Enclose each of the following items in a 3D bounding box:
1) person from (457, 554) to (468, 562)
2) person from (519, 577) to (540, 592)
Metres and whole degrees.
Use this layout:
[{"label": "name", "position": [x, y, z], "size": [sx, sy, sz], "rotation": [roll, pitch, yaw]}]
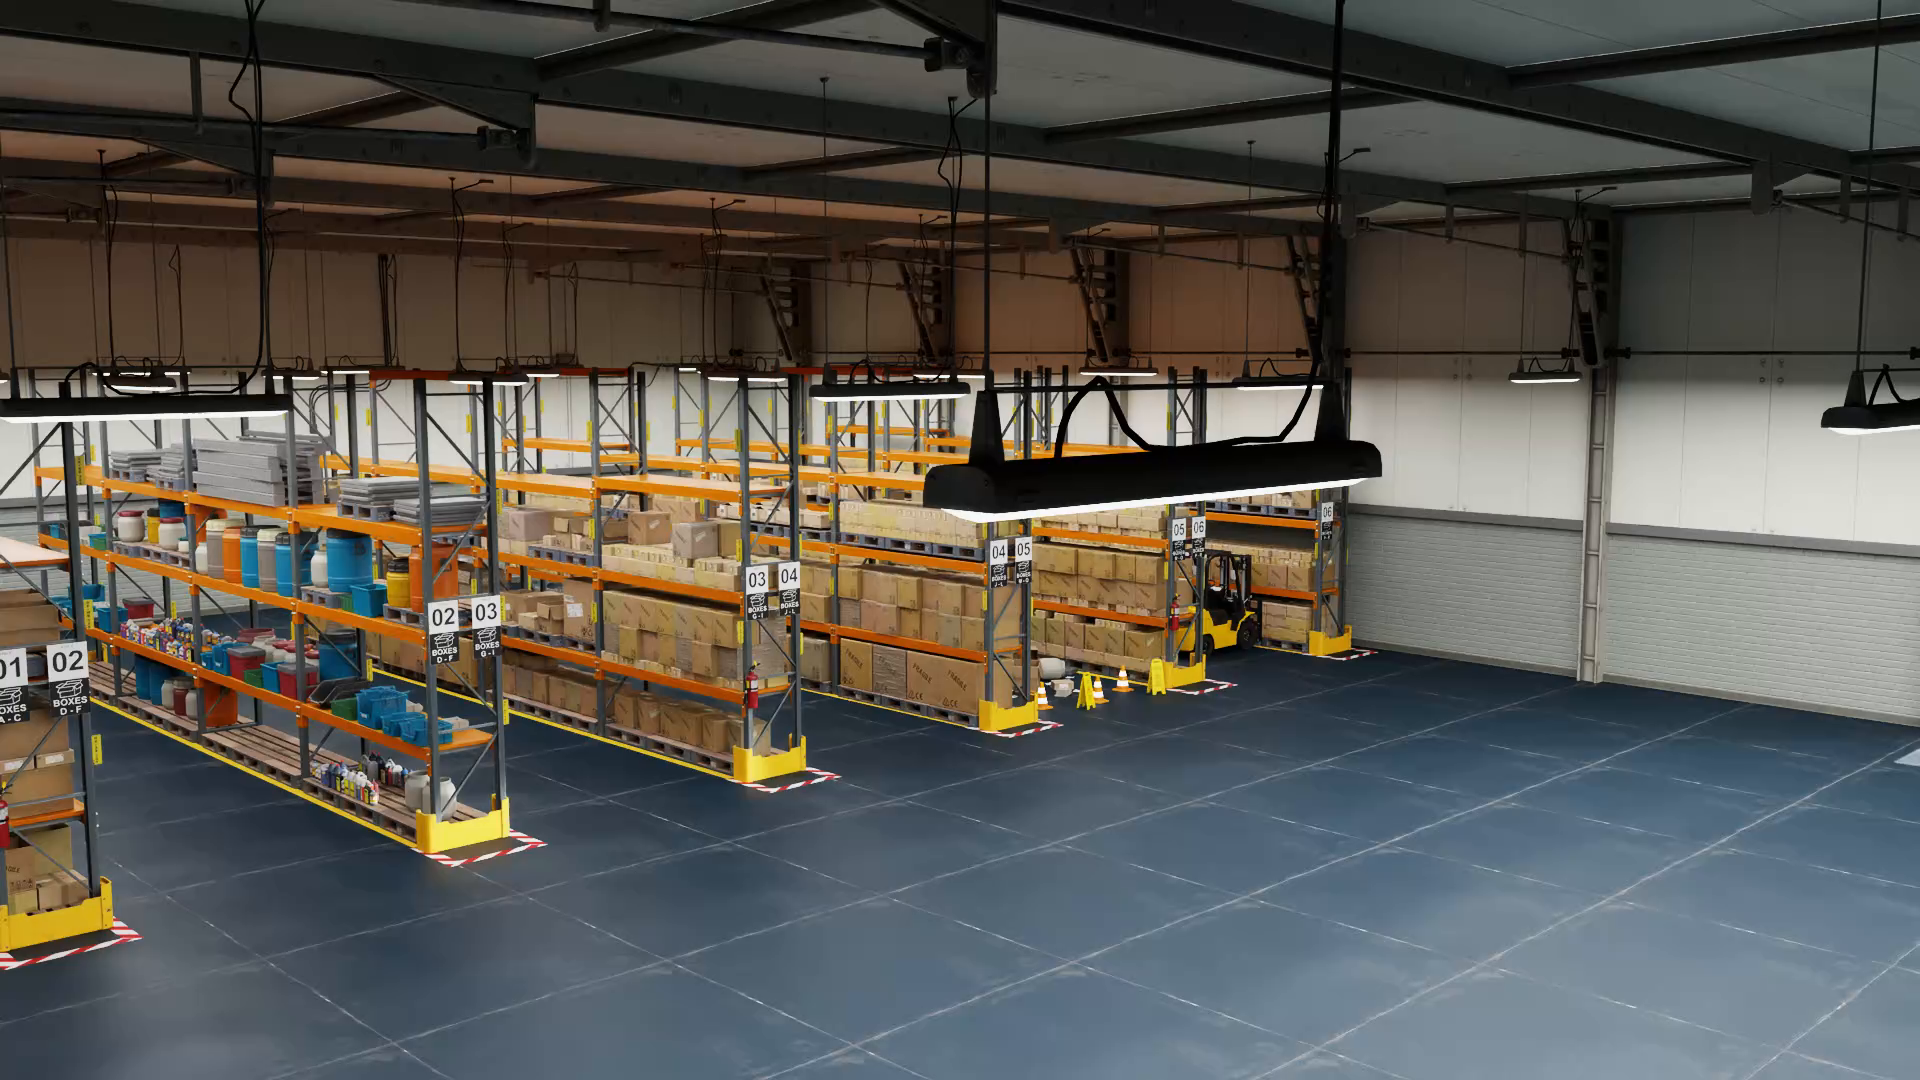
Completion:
[{"label": "person", "position": [-11.766, 1.089, 38.859], "size": [0.717, 1.875, 0.631], "rotation": [-2, 7, -17]}, {"label": "person", "position": [-10.657, 0.879, 41.099], "size": [0.533, 1.709, 0.978], "rotation": [6, 9, 44]}]
